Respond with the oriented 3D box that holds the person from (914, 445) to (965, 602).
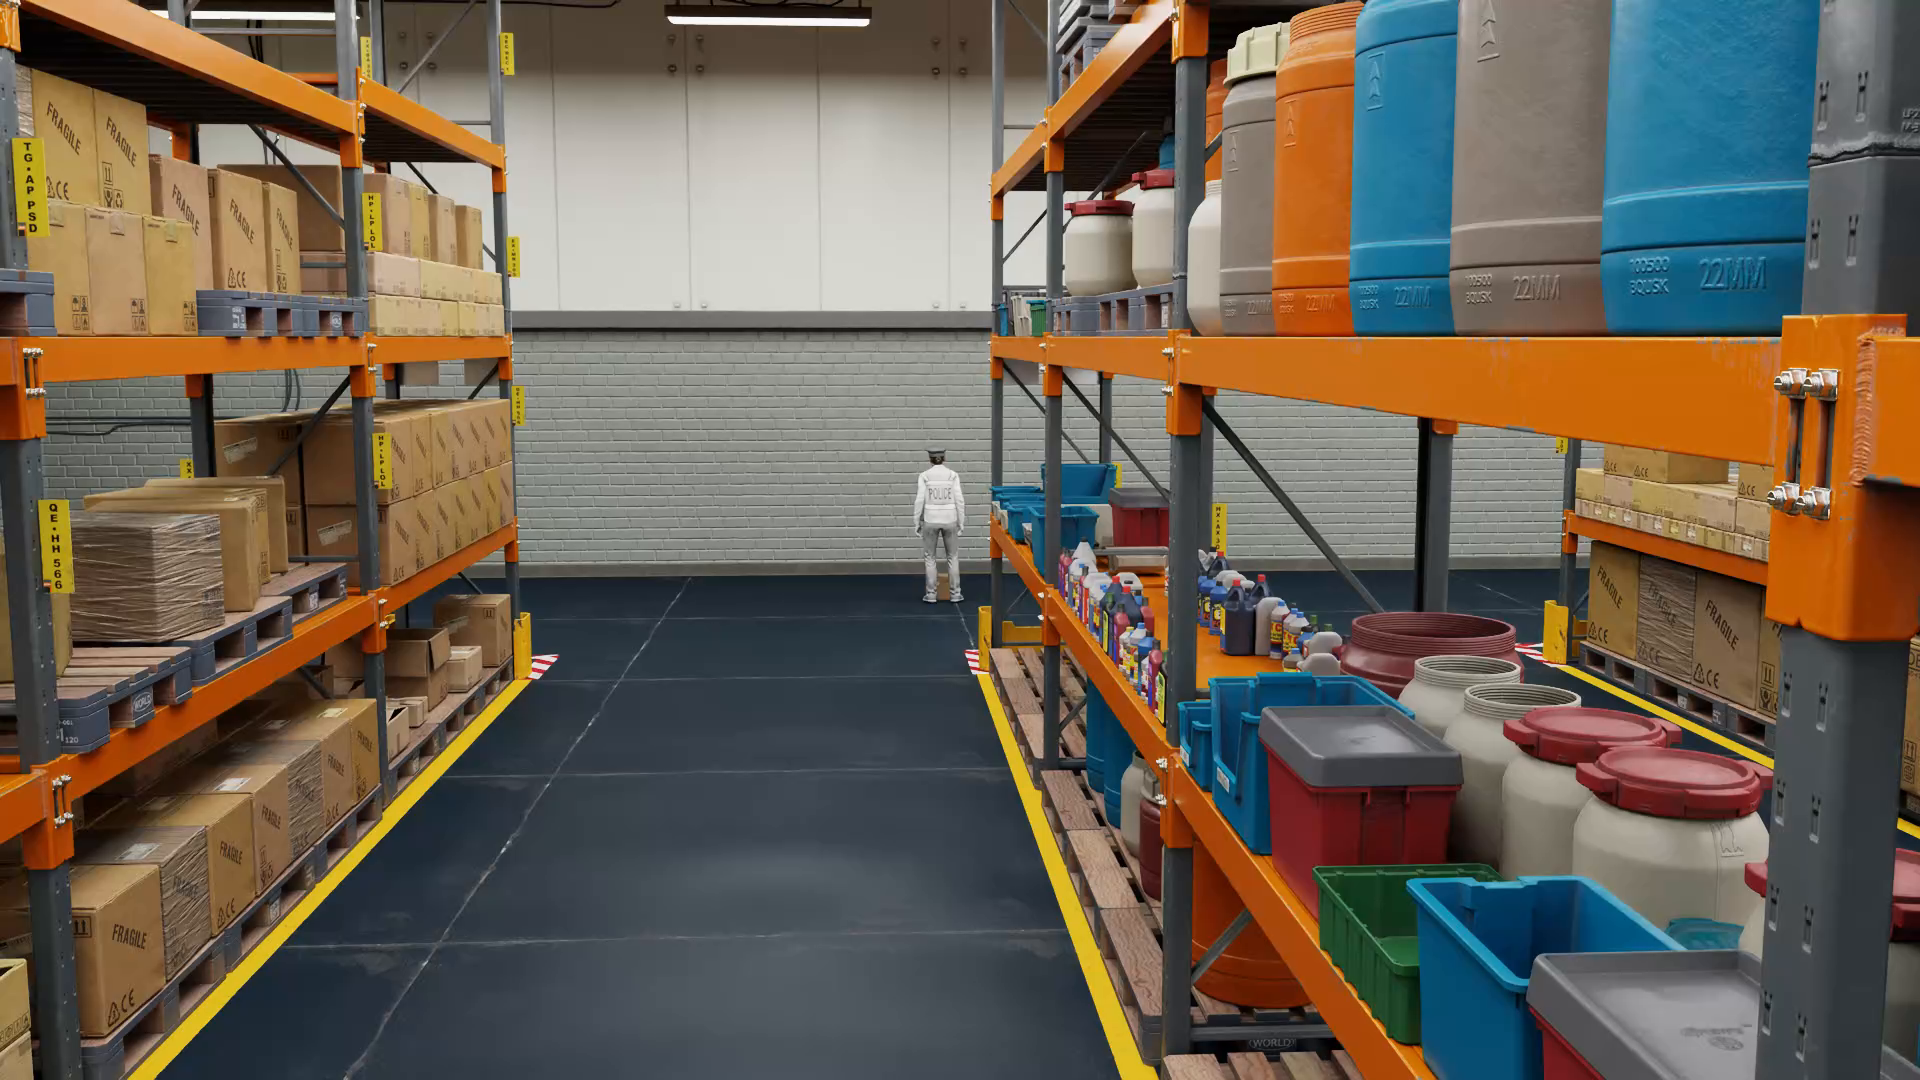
[{"bbox_3d":[-0.219,-0.168,17.608,0.539,1.663,0.377,-1,7,-5],"label":"person"}]
